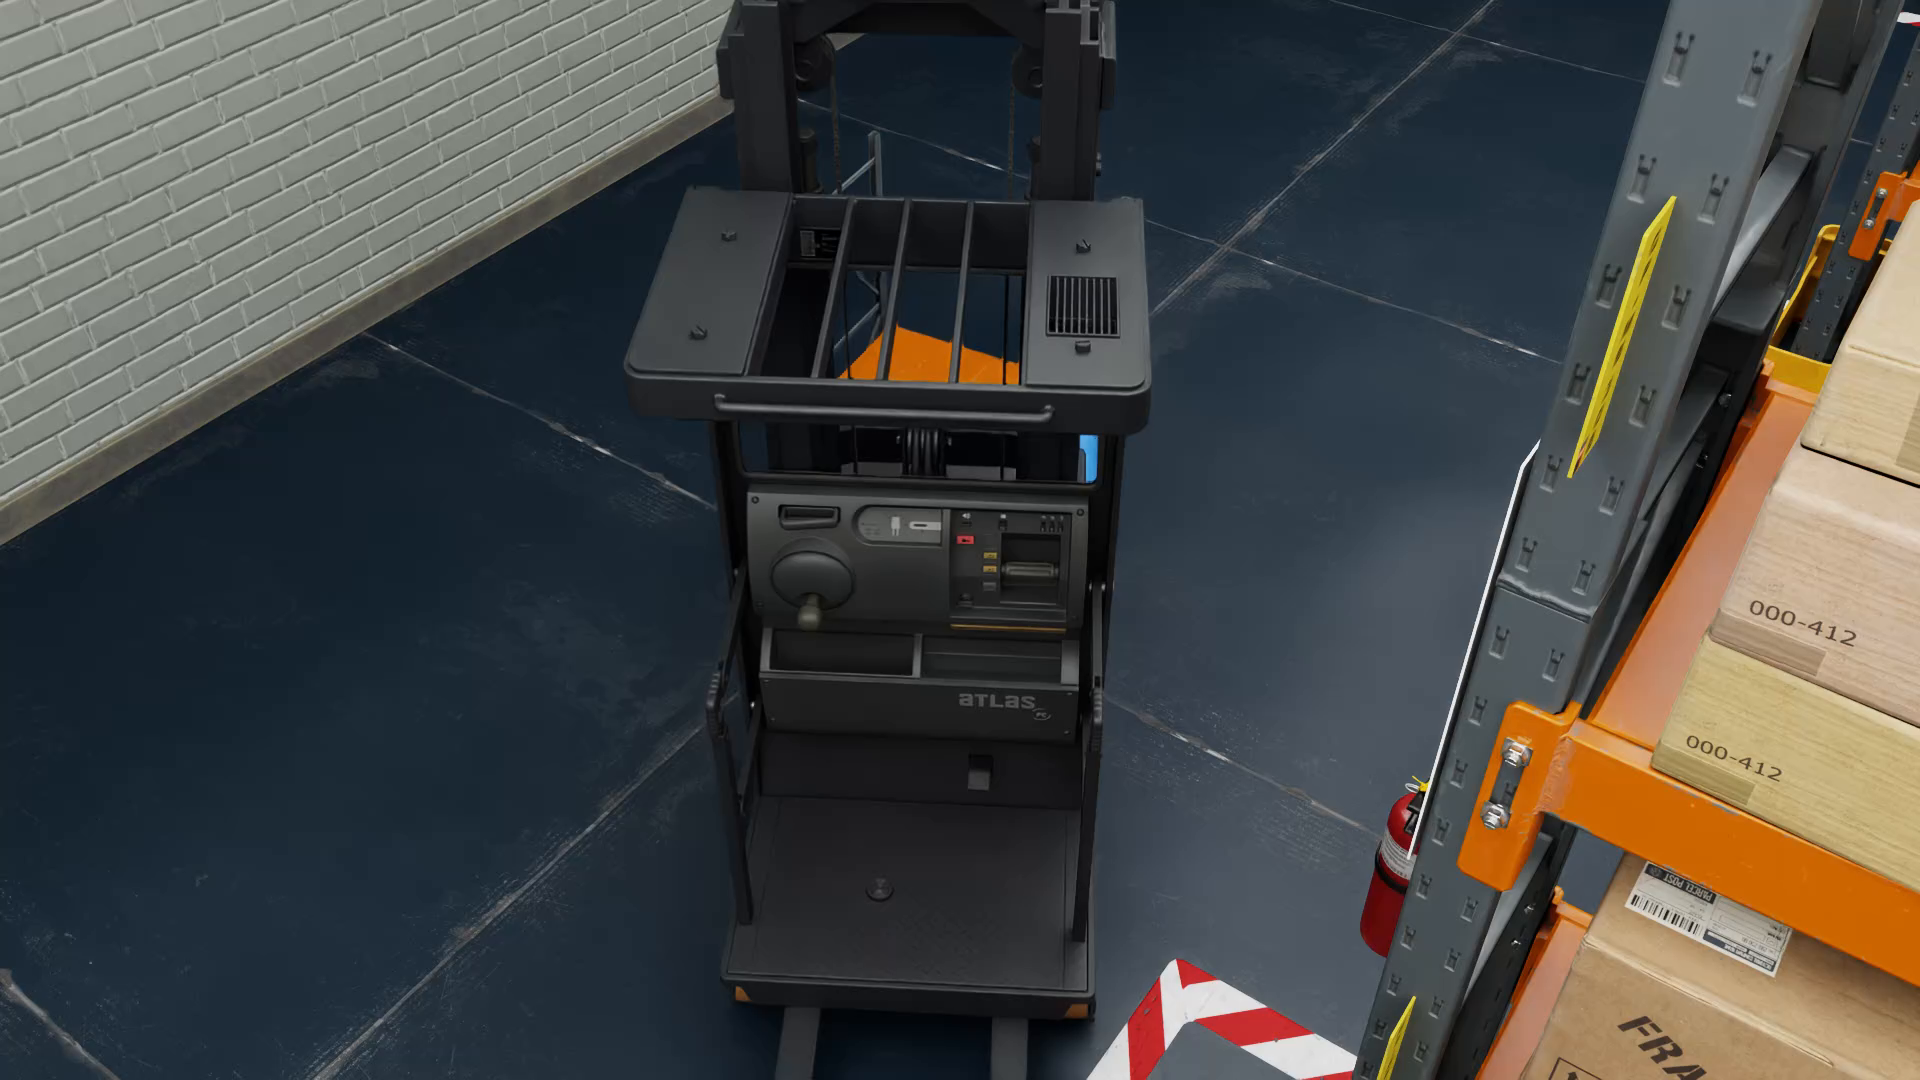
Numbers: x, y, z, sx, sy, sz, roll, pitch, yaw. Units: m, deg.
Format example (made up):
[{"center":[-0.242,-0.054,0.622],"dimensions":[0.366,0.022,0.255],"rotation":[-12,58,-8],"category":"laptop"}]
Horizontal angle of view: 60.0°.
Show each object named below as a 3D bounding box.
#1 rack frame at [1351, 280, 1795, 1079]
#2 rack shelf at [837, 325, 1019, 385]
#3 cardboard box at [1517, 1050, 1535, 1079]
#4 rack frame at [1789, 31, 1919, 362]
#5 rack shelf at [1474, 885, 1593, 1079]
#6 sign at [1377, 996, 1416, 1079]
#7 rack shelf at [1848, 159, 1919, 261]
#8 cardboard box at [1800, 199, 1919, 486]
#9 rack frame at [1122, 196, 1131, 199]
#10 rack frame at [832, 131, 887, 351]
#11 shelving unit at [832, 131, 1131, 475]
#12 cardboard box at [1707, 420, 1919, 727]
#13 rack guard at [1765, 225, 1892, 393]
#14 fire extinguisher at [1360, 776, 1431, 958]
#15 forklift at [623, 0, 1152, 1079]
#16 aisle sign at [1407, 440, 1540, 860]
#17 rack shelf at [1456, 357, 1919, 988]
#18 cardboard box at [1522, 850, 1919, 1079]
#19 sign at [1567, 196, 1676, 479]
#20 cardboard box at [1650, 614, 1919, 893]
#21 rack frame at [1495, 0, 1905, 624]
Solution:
[{"center":[1.042,0.929,3.462],"dimensions":[0.127,3.000,1.000],"rotation":[25,48,25],"category":"rack frame"},{"center":[0.022,-0.524,6.481],"dimensions":[1.000,0.185,0.538],"rotation":[20,45,20],"category":"rack shelf"},{"center":[1.251,1.103,2.969],"dimensions":[0.500,0.500,0.500],"rotation":[27,49,27],"category":"cardboard box"},{"center":[3.801,-1.812,6.526],"dimensions":[0.127,3.000,1.000],"rotation":[25,48,25],"category":"rack frame"},{"center":[2.679,1.963,2.847],"dimensions":[4.000,0.370,1.077],"rotation":[25,48,25],"category":"rack shelf"},{"center":[0.730,0.903,2.843],"dimensions":[0.005,0.325,0.100],"rotation":[25,48,25],"category":"sign"},{"center":[5.439,-0.778,5.910],"dimensions":[4.000,0.370,1.077],"rotation":[25,48,25],"category":"rack shelf"},{"center":[1.176,-0.220,1.935],"dimensions":[0.250,0.149,0.380],"rotation":[25,47,25],"category":"cardboard box"},{"center":[0.471,-0.499,6.183],"dimensions":[0.032,1.500,0.500],"rotation":[20,45,20],"category":"rack frame"},{"center":[-0.427,-0.818,6.539],"dimensions":[0.032,1.500,0.500],"rotation":[20,45,20],"category":"rack frame"},{"center":[0.014,-0.661,6.364],"dimensions":[1.083,1.500,0.587],"rotation":[20,45,20],"category":"shelving unit"},{"center":[1.260,-0.006,1.995],"dimensions":[0.500,0.250,0.500],"rotation":[26,48,26],"category":"cardboard box"},{"center":[3.782,-0.890,7.370],"dimensions":[0.348,0.500,1.175],"rotation":[25,48,25],"category":"rack guard"},{"center":[1.101,0.748,4.002],"dimensions":[0.183,0.674,0.296],"rotation":[25,48,25],"category":"fire extinguisher"},{"center":[-0.128,0.144,4.391],"dimensions":[1.130,2.935,3.031],"rotation":[2,42,3],"category":"forklift"},{"center":[0.810,0.096,2.444],"dimensions":[0.004,0.787,0.394],"rotation":[25,48,25],"category":"aisle sign"},{"center":[2.679,0.845,1.846],"dimensions":[4.000,0.370,1.077],"rotation":[25,48,25],"category":"rack shelf"},{"center":[1.257,0.725,2.642],"dimensions":[0.500,0.500,0.500],"rotation":[25,47,25],"category":"cardboard box"},{"center":[0.730,-0.218,1.840],"dimensions":[0.005,0.325,0.100],"rotation":[25,48,25],"category":"sign"},{"center":[1.263,0.178,2.164],"dimensions":[0.500,0.250,0.500],"rotation":[27,48,27],"category":"cardboard box"},{"center":[1.042,-1.307,1.462],"dimensions":[0.127,3.000,1.000],"rotation":[25,48,25],"category":"rack frame"}]
